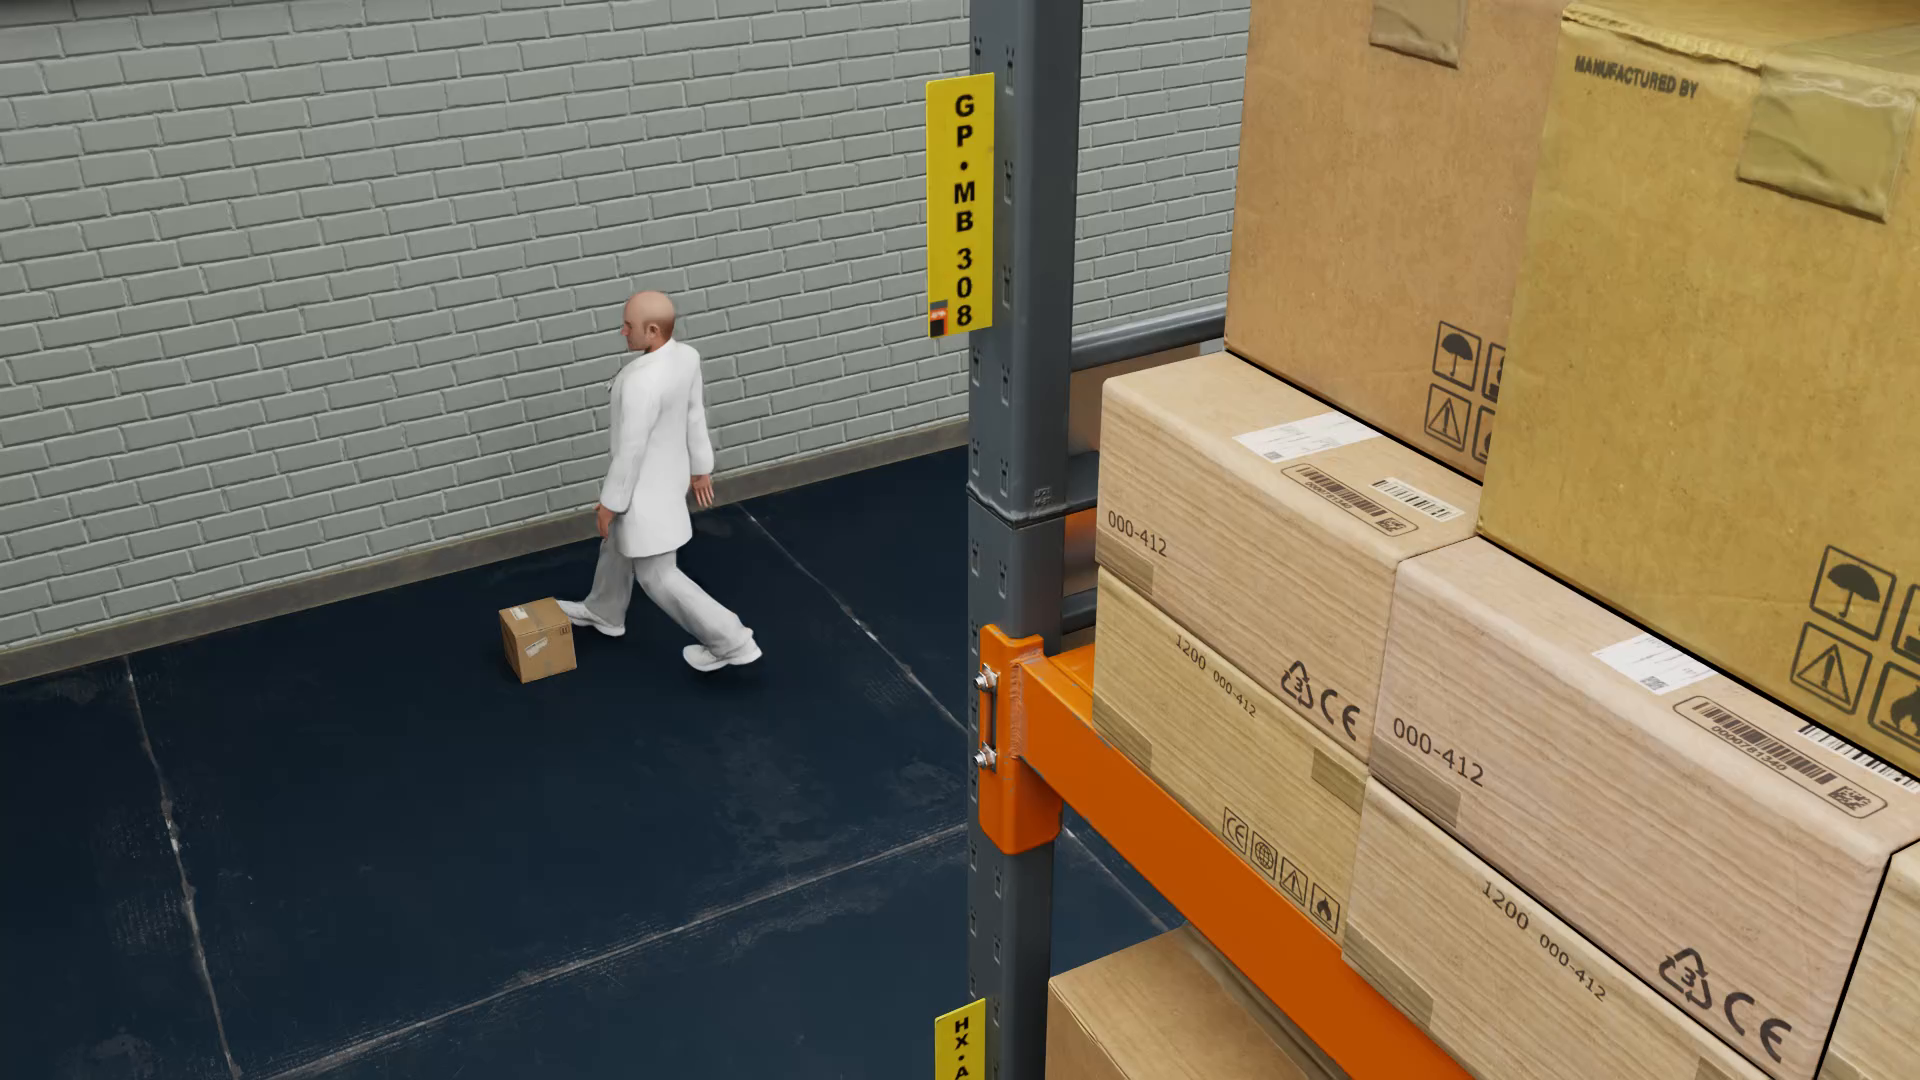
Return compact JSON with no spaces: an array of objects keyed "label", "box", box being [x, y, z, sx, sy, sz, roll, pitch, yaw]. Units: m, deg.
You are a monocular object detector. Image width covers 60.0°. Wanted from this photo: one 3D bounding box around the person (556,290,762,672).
[{"label":"person","box":[-1.378,-0.251,7.146,1.120,1.720,0.613,6,29,11]}]
